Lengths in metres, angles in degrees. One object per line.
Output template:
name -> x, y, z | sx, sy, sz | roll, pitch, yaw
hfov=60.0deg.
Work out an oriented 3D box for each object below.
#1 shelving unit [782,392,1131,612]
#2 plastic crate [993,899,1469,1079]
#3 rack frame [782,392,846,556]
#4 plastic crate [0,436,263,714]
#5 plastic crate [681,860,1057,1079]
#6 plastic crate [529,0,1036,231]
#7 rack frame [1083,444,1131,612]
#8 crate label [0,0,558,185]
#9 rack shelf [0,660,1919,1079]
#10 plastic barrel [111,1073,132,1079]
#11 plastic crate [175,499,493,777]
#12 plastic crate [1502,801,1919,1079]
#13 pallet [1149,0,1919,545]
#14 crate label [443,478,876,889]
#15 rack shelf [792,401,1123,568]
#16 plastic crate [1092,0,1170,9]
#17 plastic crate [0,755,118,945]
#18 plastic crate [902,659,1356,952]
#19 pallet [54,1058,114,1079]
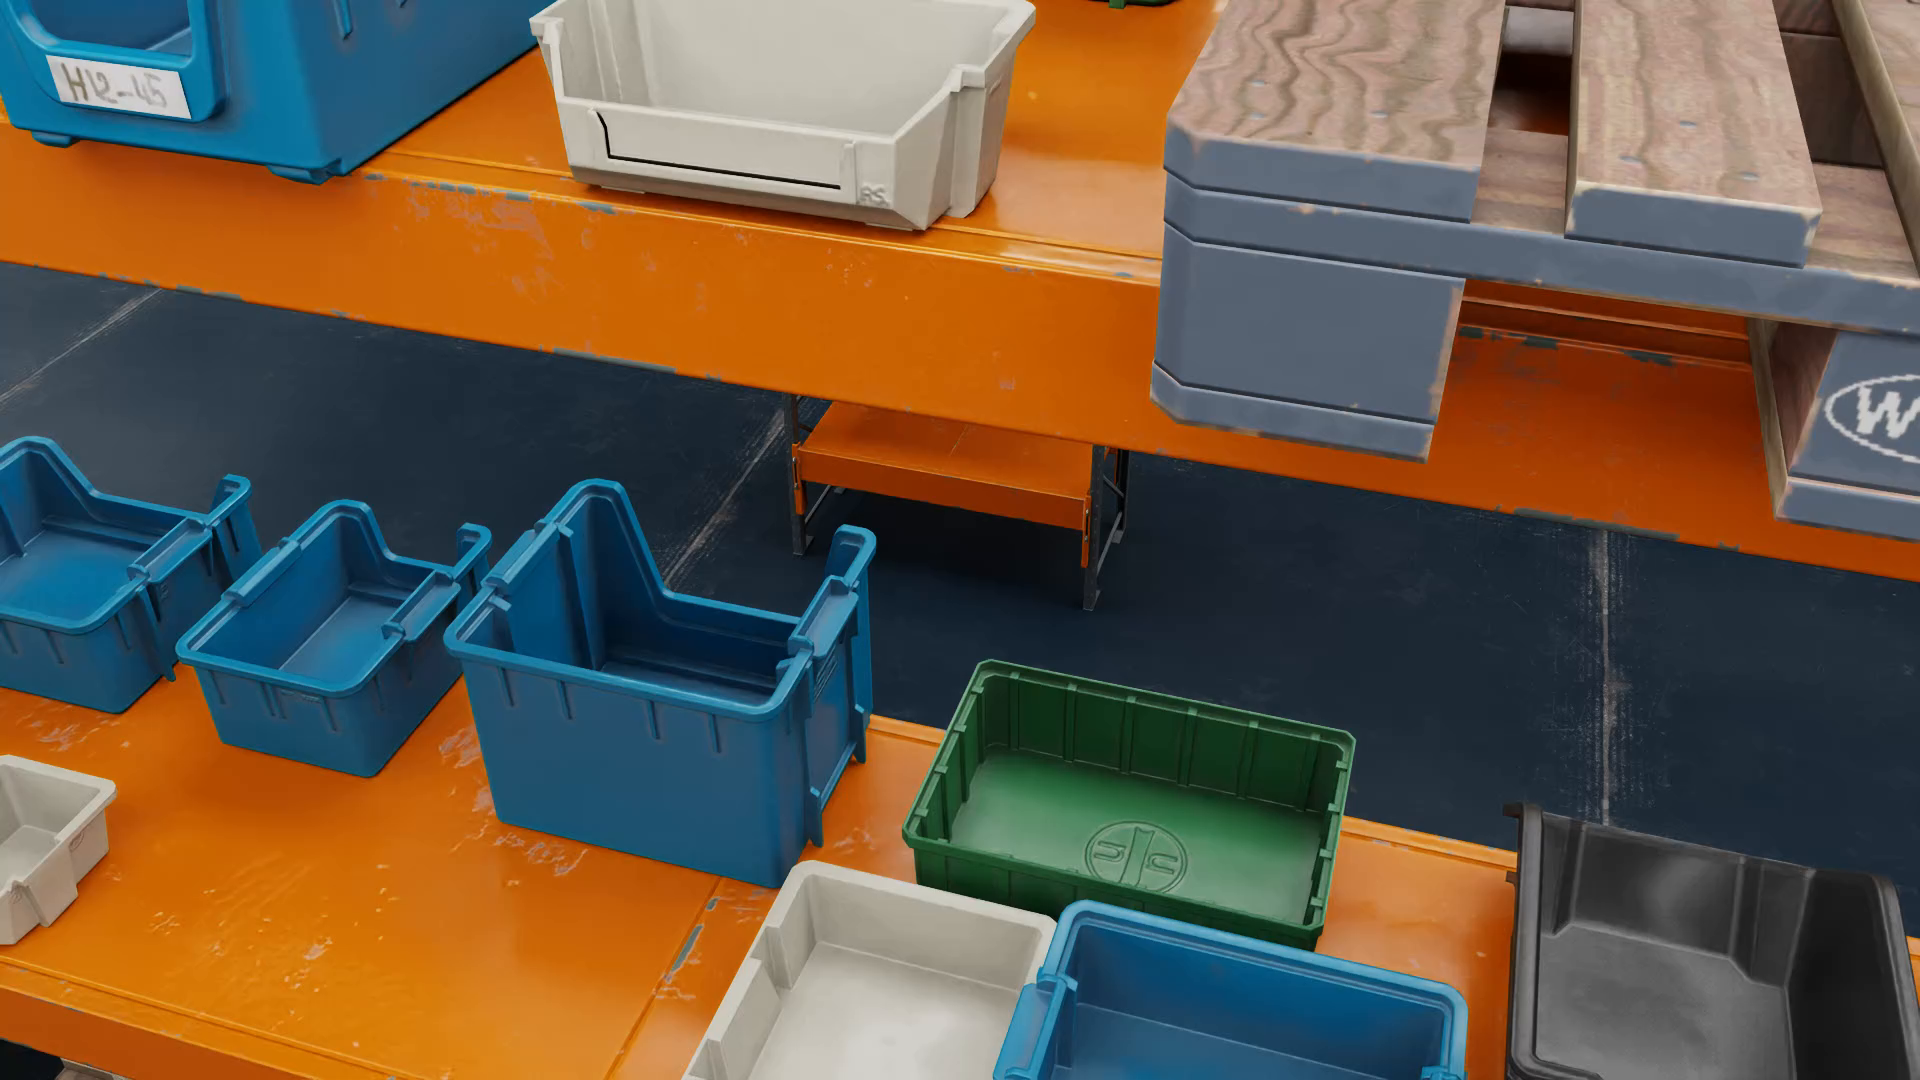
shelving unit -> 0.006, -0.452, 5.415 | 1.048, 1.125, 0.538 | 10, 38, 14
plastic crate -> 0.360, 0.801, 2.256 | 0.616, 0.251, 0.499 | 10, 38, 14
rack frame -> -0.479, -0.542, 5.537 | 0.032, 1.125, 0.500 | 10, 38, 14
plastic crate -> -1.754, 0.056, 3.269 | 0.616, 0.251, 0.499 | 10, 38, 14
plastic crate -> -0.128, 0.746, 2.428 | 0.437, 0.136, 0.530 | 10, 38, 14
plastic crate -> -0.155, -0.373, 1.419 | 0.396, 0.136, 0.243 | 10, 38, 14
rack frame -> 0.492, -0.362, 5.293 | 0.032, 1.125, 0.500 | 10, 38, 14
crate label -> -0.632, -0.554, 1.567 | 0.408, 0.251, 0.502 | 10, 38, 14
rack shelf -> -0.411, 0.720, 2.848 | 4.000, 0.370, 1.077 | 10, 38, 14
plastic barrel -> -1.670, 0.982, 3.629 | 0.421, 0.512, 0.421 | 0, 36, 0
plastic crate -> -1.135, 0.174, 3.109 | 0.408, 0.251, 0.499 | 10, 38, 14
plastic crate -> 1.036, 0.644, 2.397 | 0.504, 0.338, 0.767 | 10, 38, 14
pallet -> 0.780, -0.421, 1.420 | 1.003, 0.211, 1.213 | 10, 38, 14
crate label -> -0.483, 0.235, 2.871 | 0.616, 0.435, 0.502 | 10, 38, 14
rack shelf -> 0.006, -0.255, 5.560 | 1.000, 0.278, 0.538 | 10, 38, 14
plastic crate -> 0.073, -0.772, 1.917 | 0.450, 0.188, 0.336 | 10, 38, 14
plastic crate -> -1.562, 0.523, 2.731 | 0.250, 0.136, 0.298 | 10, 38, 14
plastic crate -> 0.286, 0.469, 2.761 | 0.662, 0.188, 0.450 | 10, 38, 14
pallet -> -1.460, 1.333, 3.761 | 1.213, 0.211, 1.003 | 10, 38, 14
